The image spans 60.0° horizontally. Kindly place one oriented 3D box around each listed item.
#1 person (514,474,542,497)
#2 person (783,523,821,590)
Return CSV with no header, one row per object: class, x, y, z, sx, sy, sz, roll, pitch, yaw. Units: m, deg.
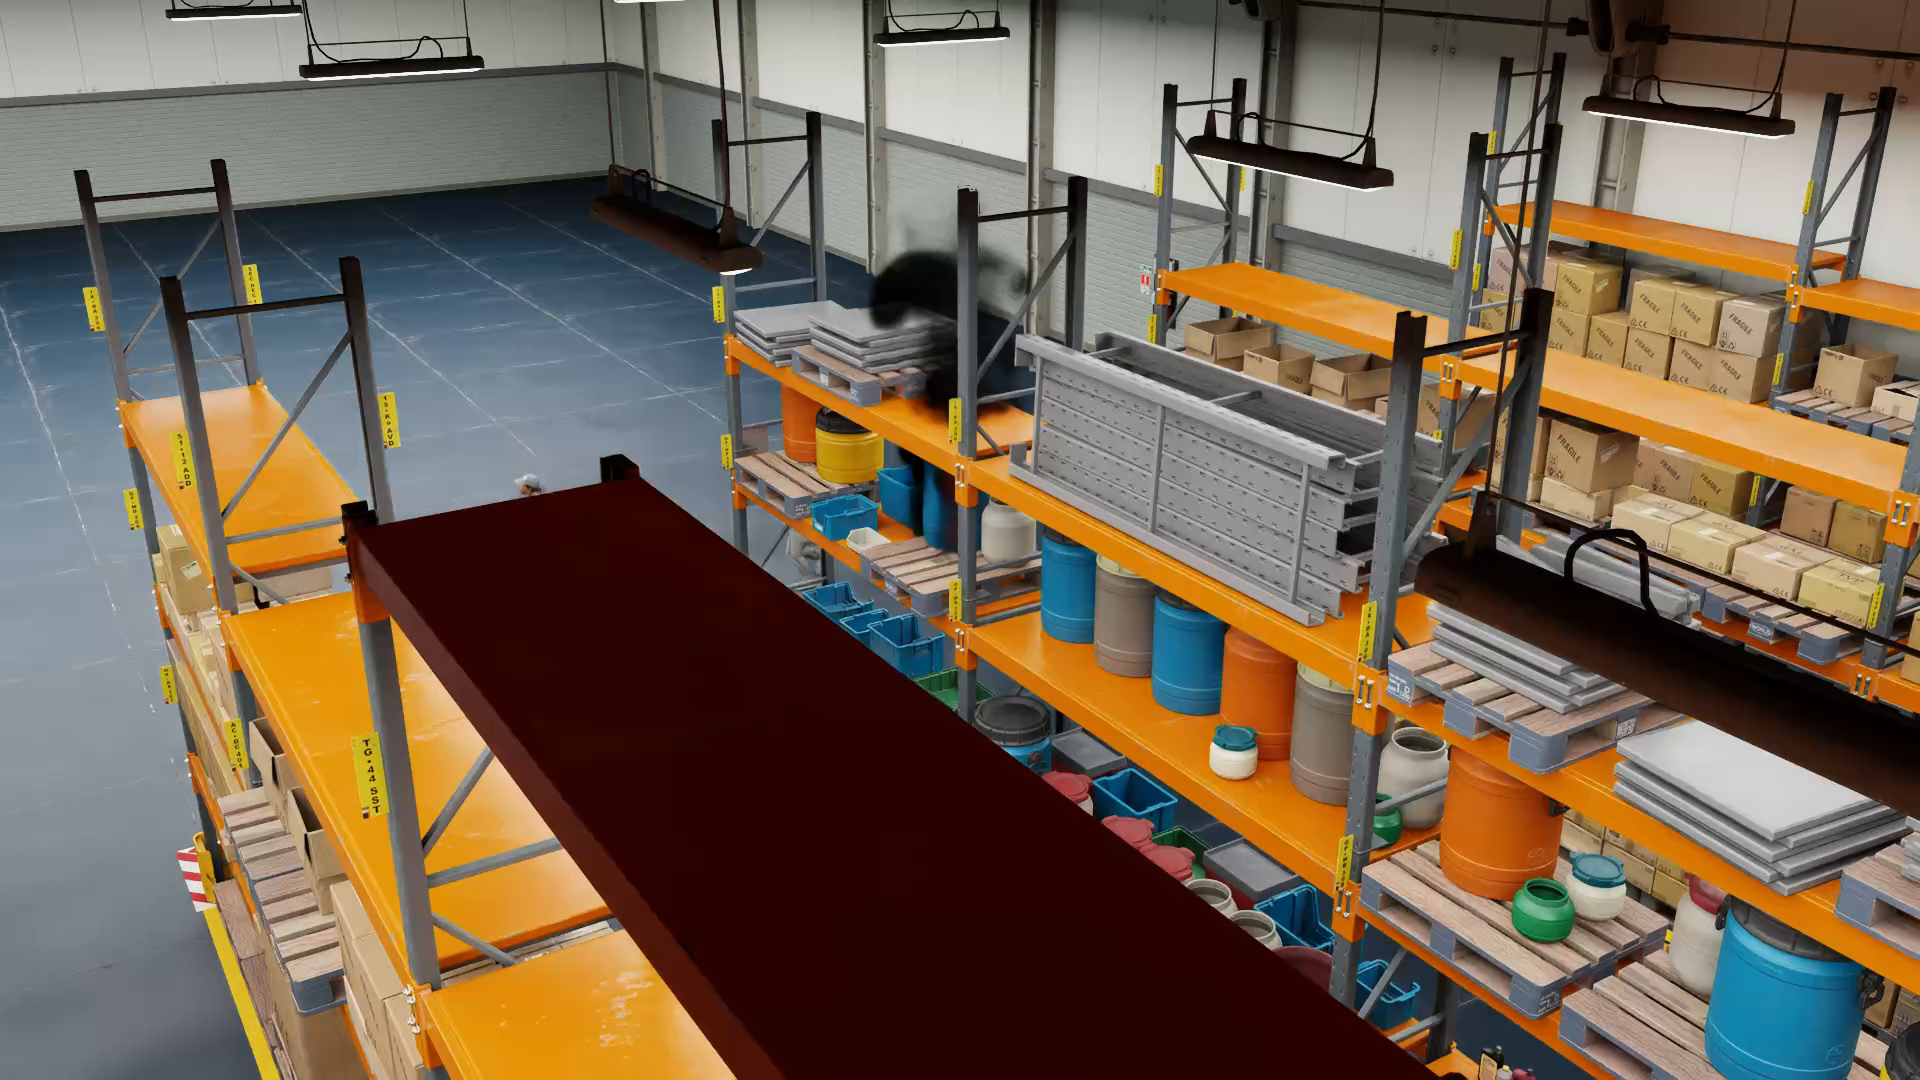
person,-4.929,0.009,19.239,0.542,1.599,0.621,-3,22,-8
person,-1.818,-0.189,19.681,0.544,1.644,0.631,-2,22,-5
